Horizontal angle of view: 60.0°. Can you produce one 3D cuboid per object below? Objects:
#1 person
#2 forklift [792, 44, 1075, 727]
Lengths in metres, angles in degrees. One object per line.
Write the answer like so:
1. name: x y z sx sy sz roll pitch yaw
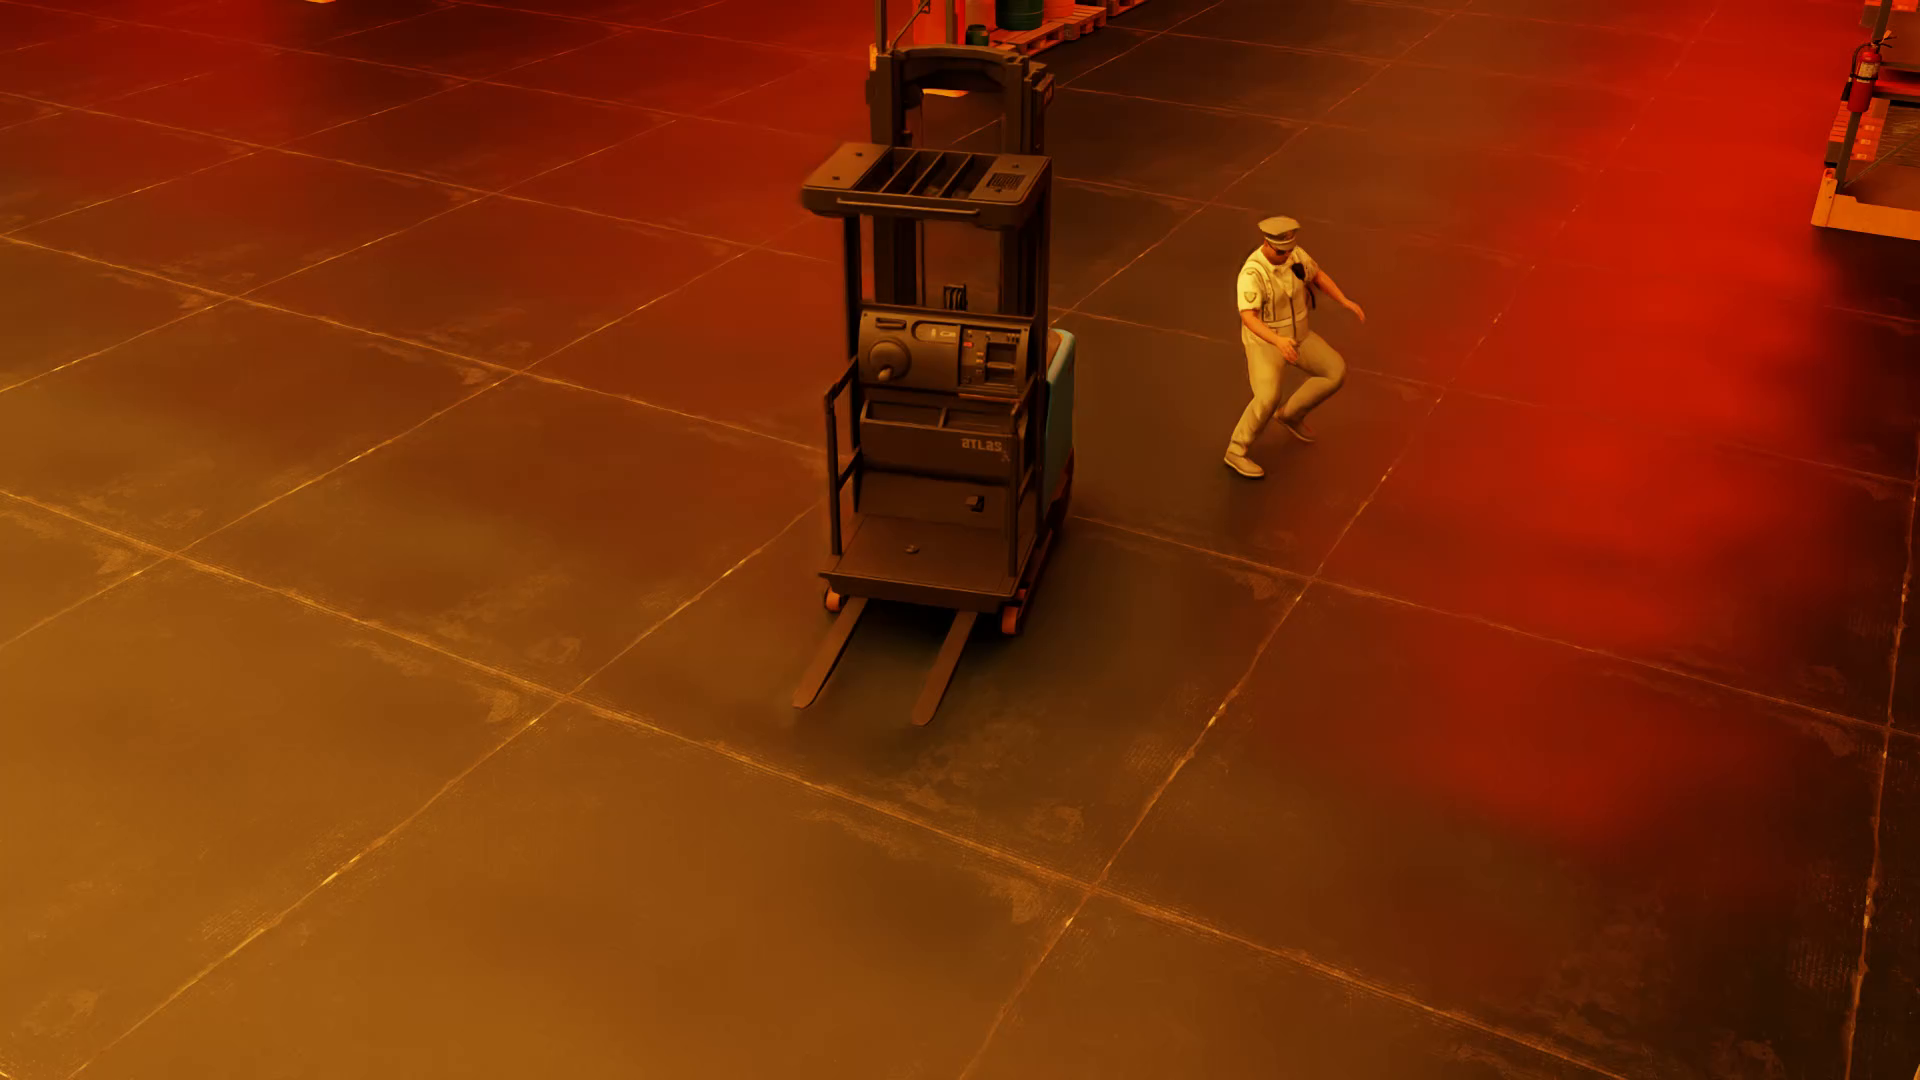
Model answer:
1. person: 2.120 -1.271 10.630 0.907 1.567 0.768 -18 35 -28
2. forklift: -0.137 -0.955 8.726 1.130 2.935 3.031 7 31 12
